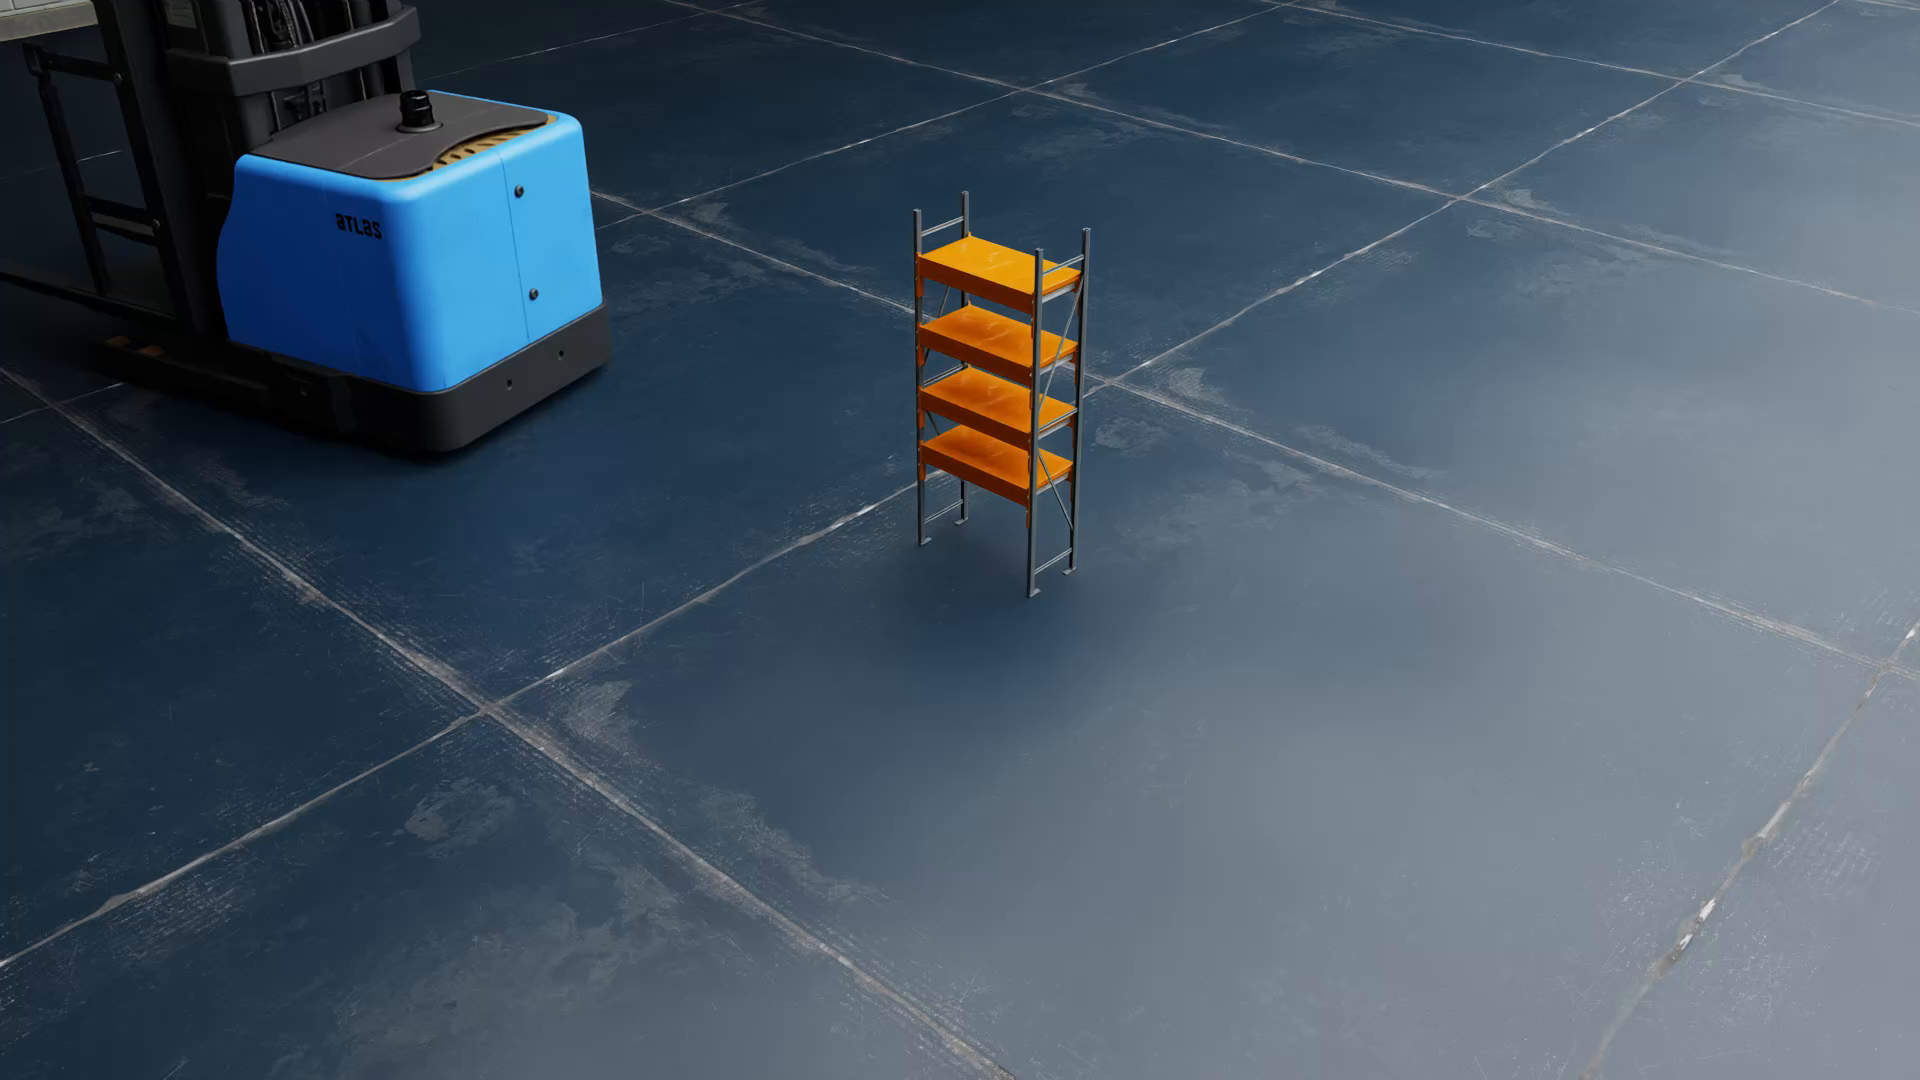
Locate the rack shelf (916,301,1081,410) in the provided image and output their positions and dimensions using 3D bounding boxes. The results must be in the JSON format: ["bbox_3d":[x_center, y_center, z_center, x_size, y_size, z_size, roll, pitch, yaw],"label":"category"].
[{"bbox_3d":[0.123,-0.591,5.265,0.480,0.148,0.258,25,39,35],"label":"rack shelf"}]

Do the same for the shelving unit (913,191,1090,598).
[{"bbox_3d":[0.123,-0.457,5.345,0.503,1.200,0.258,25,39,35],"label":"shelving unit"}]

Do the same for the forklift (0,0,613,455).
[{"bbox_3d":[-2.982,-2.104,6.404,3.031,2.935,1.130,15,34,24],"label":"forklift"}]

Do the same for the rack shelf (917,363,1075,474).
[{"bbox_3d":[0.123,-0.399,5.380,0.480,0.148,0.258,25,39,35],"label":"rack shelf"}]

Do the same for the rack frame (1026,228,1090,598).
[{"bbox_3d":[0.304,-0.372,5.205,0.015,1.200,0.240,25,39,35],"label":"rack frame"}]

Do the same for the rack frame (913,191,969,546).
[{"bbox_3d":[-0.058,-0.541,5.486,0.015,1.200,0.240,25,39,35],"label":"rack frame"}]

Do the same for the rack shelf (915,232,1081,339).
[{"bbox_3d":[0.123,-0.793,5.143,0.480,0.148,0.258,25,39,35],"label":"rack shelf"}]

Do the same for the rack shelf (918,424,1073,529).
[{"bbox_3d":[0.123,-0.229,5.482,0.480,0.148,0.258,25,39,35],"label":"rack shelf"}]
